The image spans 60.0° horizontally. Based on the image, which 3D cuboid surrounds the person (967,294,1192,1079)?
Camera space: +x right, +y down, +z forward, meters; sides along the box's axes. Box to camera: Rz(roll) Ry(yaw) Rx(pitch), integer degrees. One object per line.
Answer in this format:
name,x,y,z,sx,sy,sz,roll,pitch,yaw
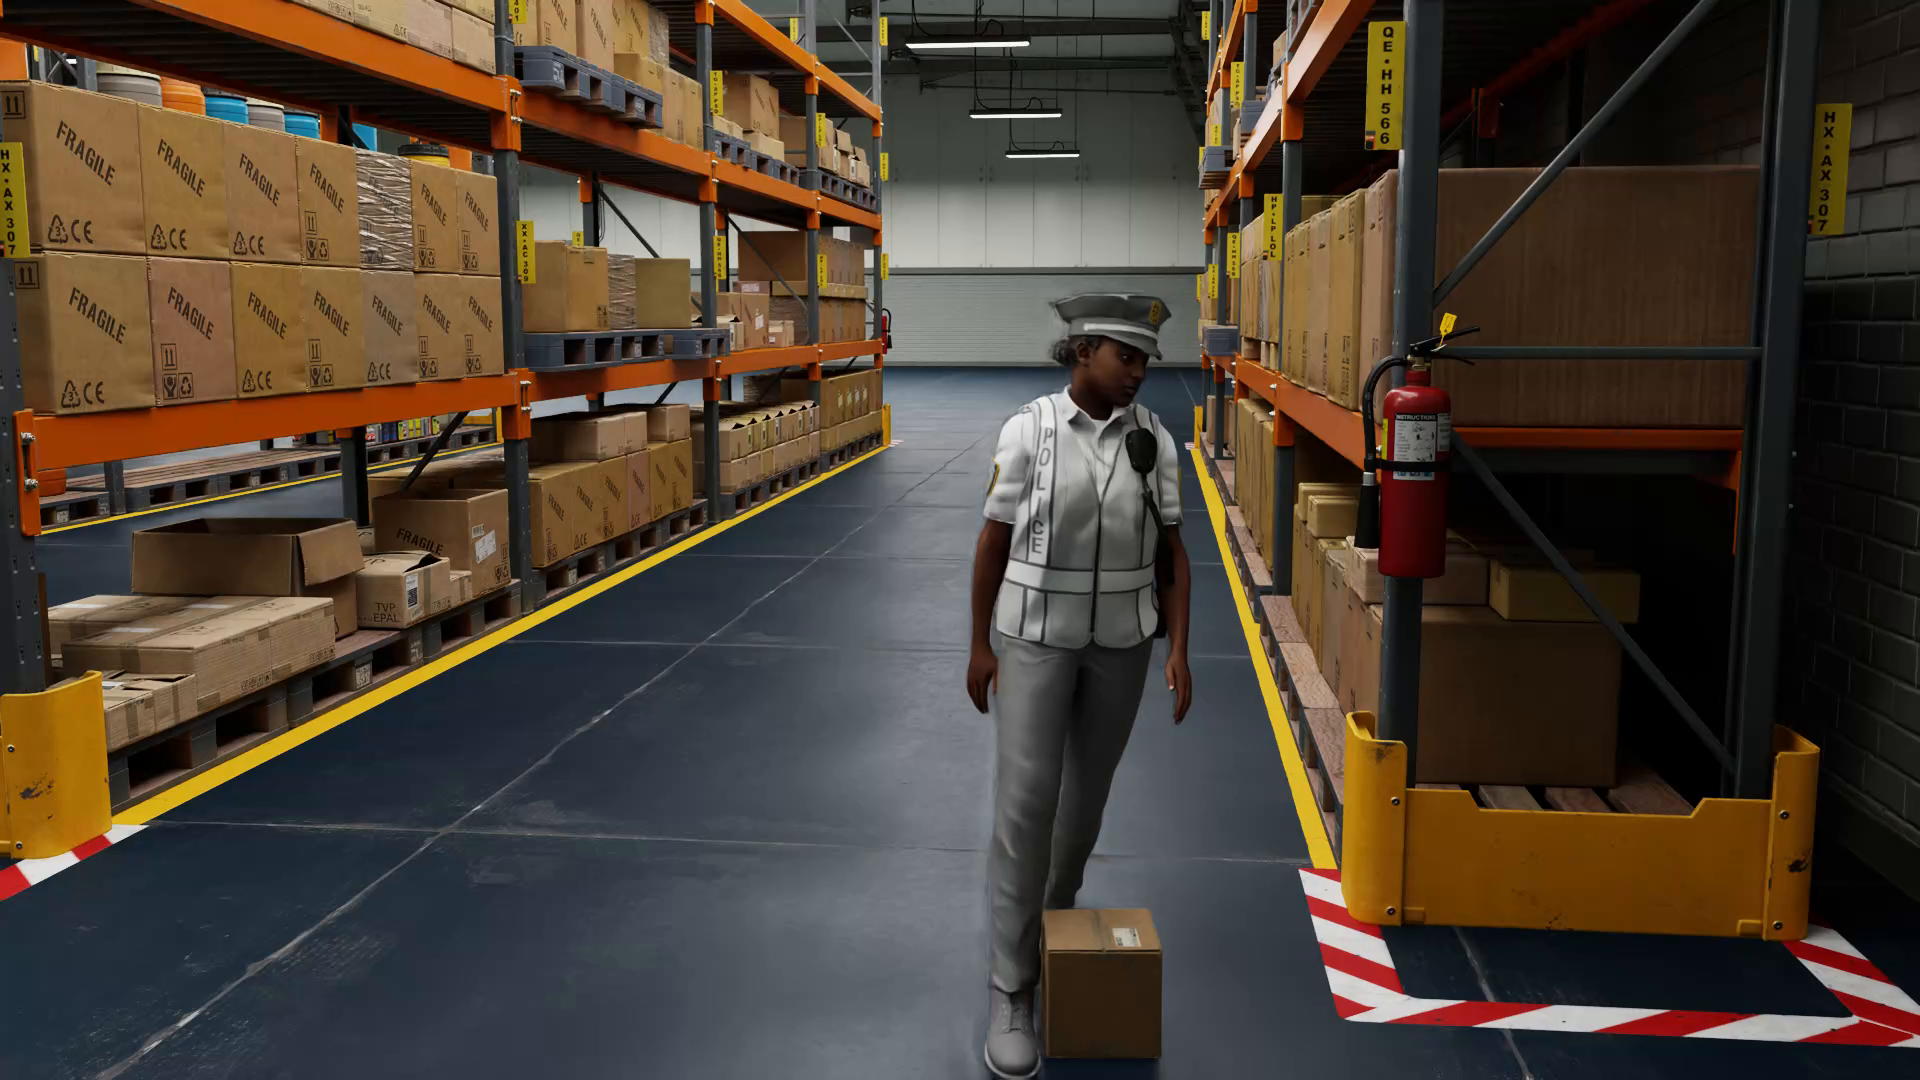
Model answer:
person,0.259,0.270,3.808,0.547,1.650,0.794,-2,8,-12
